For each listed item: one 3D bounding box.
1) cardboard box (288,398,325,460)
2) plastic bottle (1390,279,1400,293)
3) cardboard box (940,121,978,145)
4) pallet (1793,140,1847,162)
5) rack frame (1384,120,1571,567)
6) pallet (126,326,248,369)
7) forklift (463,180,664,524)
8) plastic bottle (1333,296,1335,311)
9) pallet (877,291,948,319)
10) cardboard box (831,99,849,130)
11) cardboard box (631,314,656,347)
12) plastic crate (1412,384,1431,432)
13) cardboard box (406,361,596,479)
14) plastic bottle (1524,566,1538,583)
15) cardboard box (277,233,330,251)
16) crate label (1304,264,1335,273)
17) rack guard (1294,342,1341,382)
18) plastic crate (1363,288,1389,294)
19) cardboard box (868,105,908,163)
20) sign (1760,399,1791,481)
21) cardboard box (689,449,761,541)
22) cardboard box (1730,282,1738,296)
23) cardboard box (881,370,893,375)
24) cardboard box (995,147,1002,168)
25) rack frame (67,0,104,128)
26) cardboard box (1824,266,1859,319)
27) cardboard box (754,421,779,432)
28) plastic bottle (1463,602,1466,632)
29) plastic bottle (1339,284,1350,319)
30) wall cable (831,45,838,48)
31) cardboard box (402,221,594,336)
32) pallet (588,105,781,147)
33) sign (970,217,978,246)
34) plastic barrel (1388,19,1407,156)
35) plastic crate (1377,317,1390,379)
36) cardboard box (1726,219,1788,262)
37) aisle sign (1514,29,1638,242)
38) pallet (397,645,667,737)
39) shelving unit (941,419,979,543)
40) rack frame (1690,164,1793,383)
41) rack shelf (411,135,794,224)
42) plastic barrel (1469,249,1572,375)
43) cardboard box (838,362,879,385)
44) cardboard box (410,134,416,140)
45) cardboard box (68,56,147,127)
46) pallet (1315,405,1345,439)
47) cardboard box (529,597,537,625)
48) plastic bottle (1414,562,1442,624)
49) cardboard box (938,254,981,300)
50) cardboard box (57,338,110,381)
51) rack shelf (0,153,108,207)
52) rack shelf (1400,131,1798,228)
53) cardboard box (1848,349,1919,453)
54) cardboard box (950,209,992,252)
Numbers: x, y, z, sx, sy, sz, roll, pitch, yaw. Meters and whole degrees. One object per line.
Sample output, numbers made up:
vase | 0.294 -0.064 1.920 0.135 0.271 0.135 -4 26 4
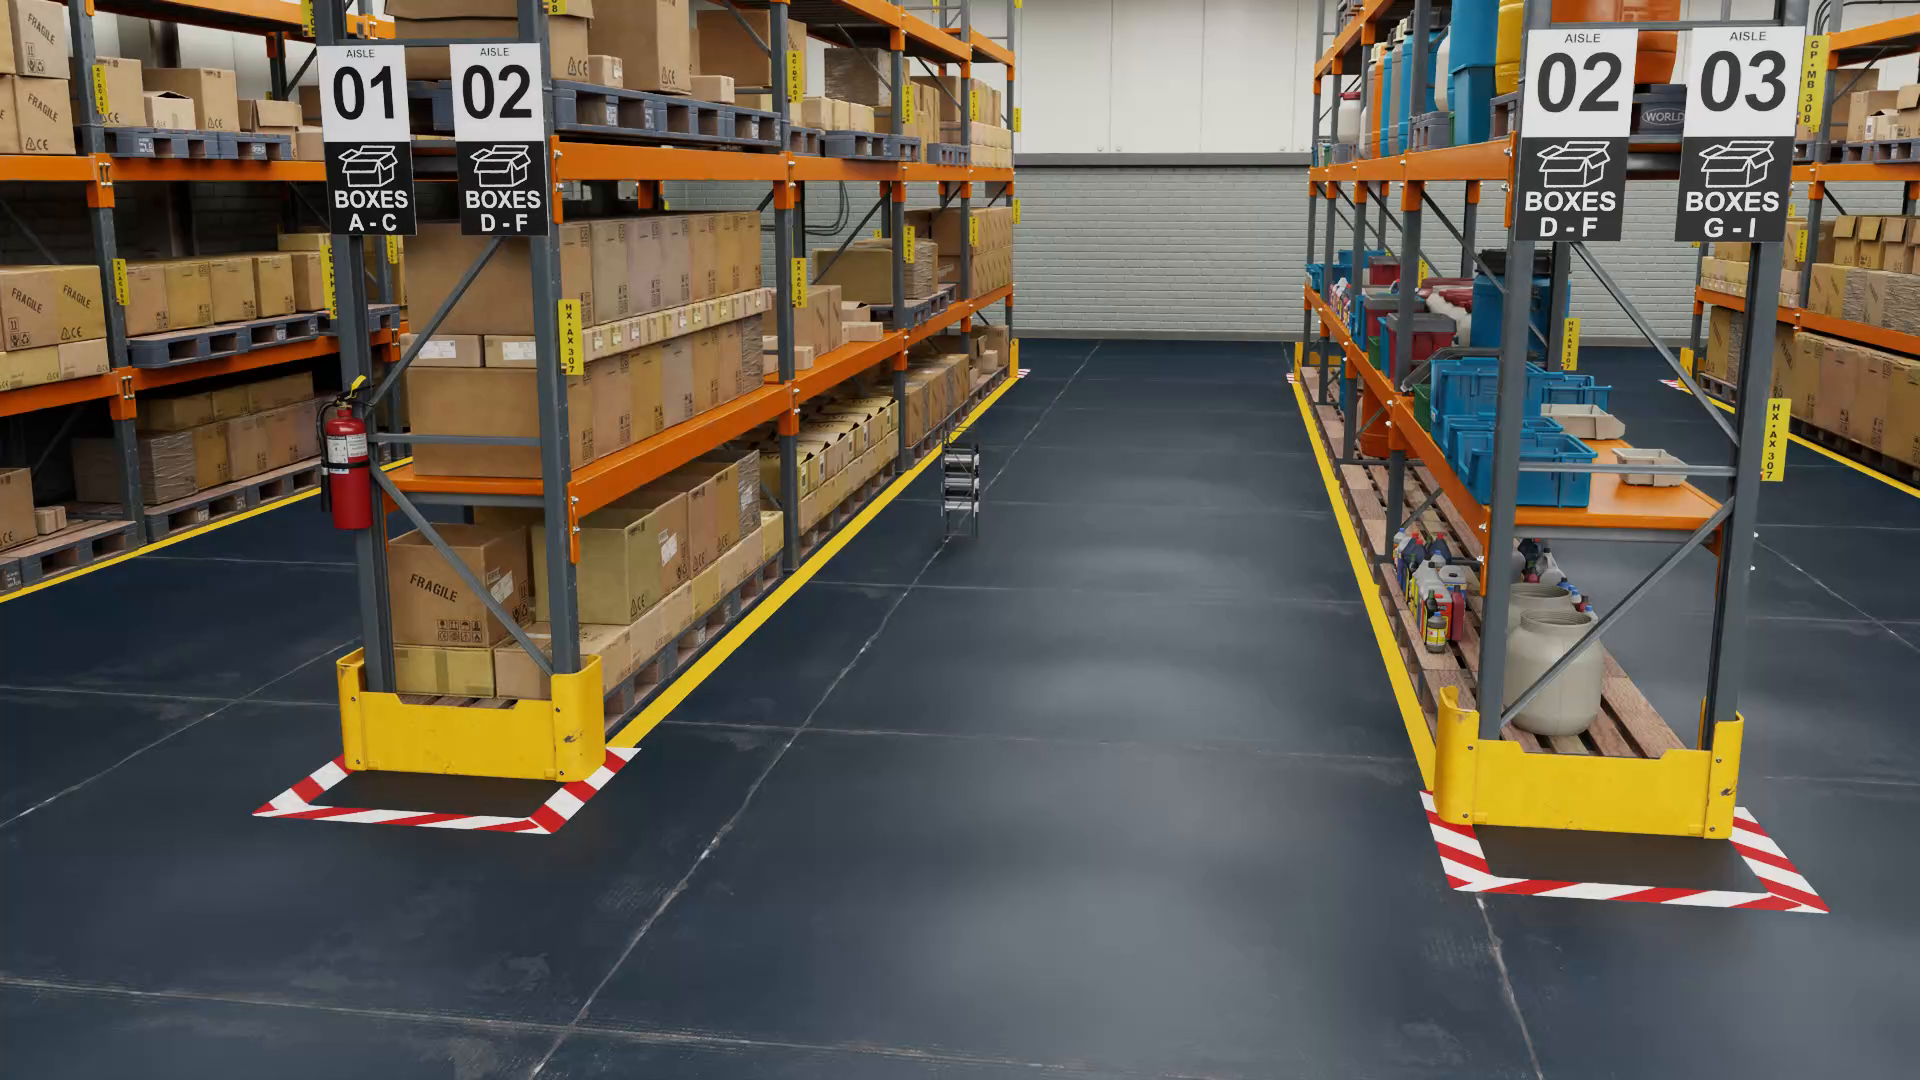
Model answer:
cardboard box | -6.155 -1.001 14.909 0.700 0.500 0.500 2 12 9
plastic bottle | 4.514 -2.515 17.161 0.144 0.351 0.185 2 12 9
cardboard box | -0.071 -4.667 19.078 0.500 0.250 0.500 2 12 9
pallet | 9.533 -4.207 17.987 1.003 0.211 1.213 2 12 9
rack frame | 3.272 -1.110 10.522 1.000 3.000 0.127 2 12 9
pallet | -6.256 -1.491 12.749 1.003 0.211 1.213 2 12 9
forklift | -3.031 -1.730 13.564 1.130 2.935 3.031 2 12 7
plastic bottle | 3.939 -2.474 17.326 0.097 0.201 0.097 0 12 0
pallet | -0.712 -2.415 17.034 1.003 0.211 1.213 2 12 9
cardboard box | -1.182 -3.377 13.283 0.500 0.250 0.500 2 12 8
cardboard box | -1.806 -1.094 8.672 0.380 0.149 0.250 1 12 7
plastic crate | 2.785 -0.733 9.276 0.450 0.188 0.662 2 12 9
cardboard box | -2.152 -0.584 7.846 0.700 0.500 0.500 2 12 9
plastic bottle | 3.245 0.284 9.459 0.061 0.283 0.133 2 12 9
cardboard box | -5.960 -2.704 15.100 0.380 0.149 0.250 0 12 -1
crate label | 4.755 -3.514 21.936 0.416 0.233 0.303 2 12 9
rack guard | 5.109 -2.391 22.402 1.175 0.500 0.348 2 12 9
plastic crate | 4.716 -2.768 18.699 0.396 0.136 0.243 2 12 9
cardboard box | -0.972 -3.711 15.234 0.910 0.500 0.500 2 12 9
sign | 3.200 -0.394 6.543 0.100 0.325 0.005 2 12 9
cardboard box | -1.565 -0.291 10.475 0.500 0.500 0.500 2 12 9
cardboard box | 9.436 -2.993 19.860 0.380 0.149 0.250 2 12 8
cardboard box | -0.940 -1.516 17.298 0.500 0.500 0.500 1 12 7
cardboard box | 0.254 -4.838 21.060 0.500 0.250 0.500 2 12 9
rack frame | -6.517 -4.363 11.380 1.000 3.000 0.127 2 12 9
cardboard box | 9.003 -2.471 16.602 0.500 0.500 0.500 2 12 9
cardboard box | -1.609 -0.817 13.361 0.500 0.311 0.500 2 12 8
plastic bottle | 2.720 0.399 9.120 0.097 0.201 0.097 0 12 0
plastic bottle | 3.819 -2.352 16.405 0.144 0.351 0.185 2 12 9
wall cable | -0.775 -8.890 27.769 3.097 2.526 0.112 2 12 9
cardboard box | -2.144 -1.229 7.760 0.700 0.500 0.500 2 12 9
pallet | -1.727 -2.516 10.136 1.003 0.211 1.213 2 12 9
sign | 0.158 -3.485 18.796 0.100 0.325 0.005 2 12 9
plastic barrel | 3.237 -3.070 11.309 0.600 0.901 0.600 0 12 0
plastic crate | 3.135 -1.342 11.636 0.392 0.384 0.575 2 12 9
cardboard box | 9.521 -3.583 19.867 0.500 0.500 0.500 2 12 7
aisle sign | 2.353 -1.542 6.360 0.394 0.787 0.004 2 12 9
pallet | -2.160 0.764 8.446 1.003 0.211 1.213 2 12 9
shelving unit | 0.001 -0.442 12.406 0.258 0.900 0.210 2 12 9
rack frame | 10.012 -3.447 21.369 1.000 3.000 0.127 2 12 9
rack shelf | -1.929 -1.969 9.099 1.077 0.370 4.000 2 12 9
plastic barrel | 3.631 -1.425 10.797 0.600 0.901 0.708 2 12 9
cardboard box | -1.090 -1.677 16.266 0.500 0.250 0.500 2 12 11
cardboard box | -5.854 -4.208 16.500 0.700 0.500 0.500 1 12 6
cardboard box | -6.354 -3.262 12.157 0.500 0.500 0.500 4 13 17
pallet | 4.343 -1.253 17.805 1.003 0.211 1.213 2 12 9
cardboard box | -2.381 0.475 8.700 0.500 0.250 0.500 2 12 9
plastic bottle | 2.615 0.291 9.265 0.144 0.351 0.185 2 12 11
cardboard box | -0.043 -3.082 19.439 0.500 0.500 0.500 2 12 10
cardboard box | -6.290 -1.259 11.523 0.500 0.250 0.500 2 12 9
rack shelf | -6.824 -2.129 9.840 1.077 0.370 4.000 2 12 9
rack shelf | 2.965 -1.808 8.350 1.077 0.370 4.000 2 12 9
cardboard box | 9.053 -1.277 15.344 1.225 0.875 0.875 2 12 9
cardboard box | 0.118 -3.777 20.290 0.500 0.500 0.500 2 12 7
